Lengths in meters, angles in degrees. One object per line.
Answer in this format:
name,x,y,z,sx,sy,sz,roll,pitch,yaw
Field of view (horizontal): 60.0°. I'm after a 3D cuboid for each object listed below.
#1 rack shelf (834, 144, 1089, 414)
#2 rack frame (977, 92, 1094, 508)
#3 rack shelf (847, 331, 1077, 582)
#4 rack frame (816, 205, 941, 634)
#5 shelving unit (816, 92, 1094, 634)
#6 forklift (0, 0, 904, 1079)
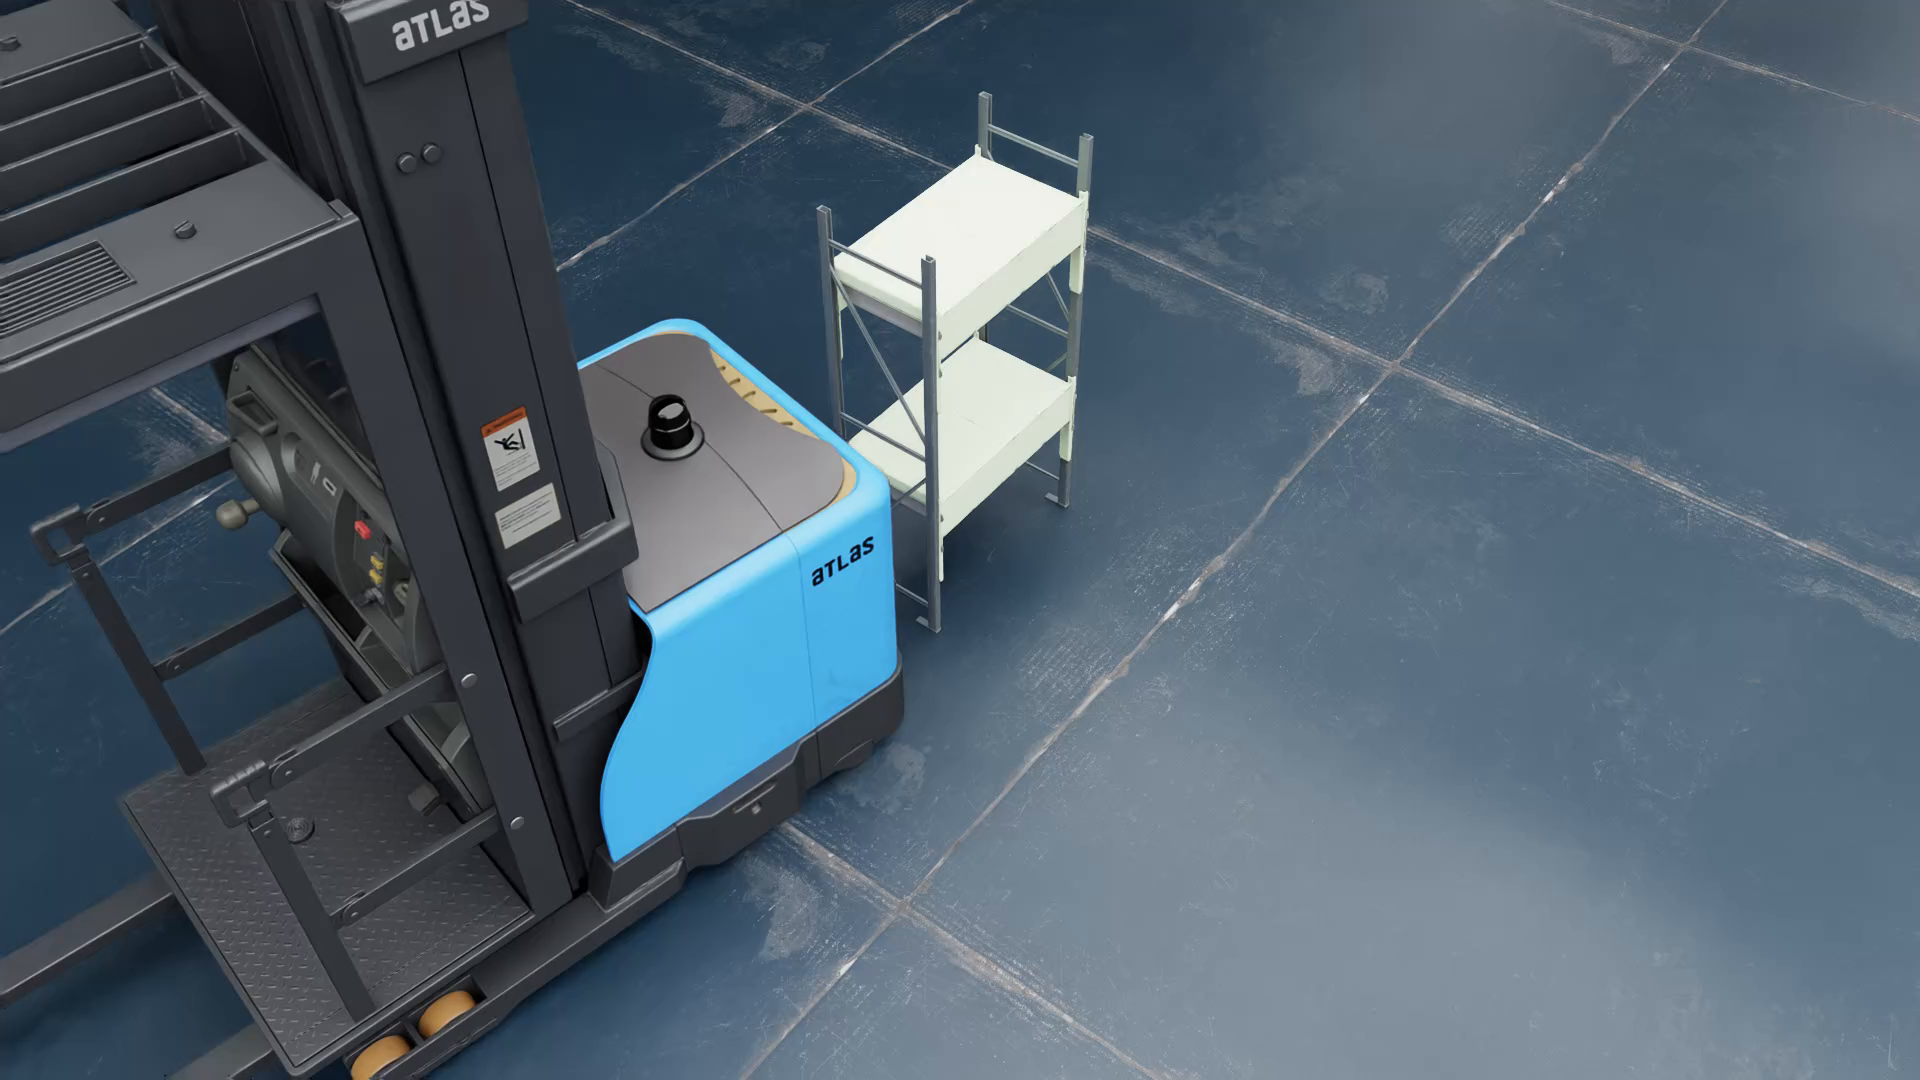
rack shelf,-0.004,-0.784,4.922,0.431,0.370,0.720,29,53,25
rack frame,0.220,-0.724,5.404,0.400,1.500,0.023,29,53,25
rack shelf,-0.004,-0.289,5.440,0.431,0.370,0.720,29,53,25
rack frame,-0.228,-0.305,5.004,0.400,1.500,0.023,29,53,25
shelving unit,-0.004,-0.514,5.204,0.431,1.500,0.755,29,53,25
forklift,-1.612,0.014,3.710,3.031,2.935,1.130,-32,54,-27
